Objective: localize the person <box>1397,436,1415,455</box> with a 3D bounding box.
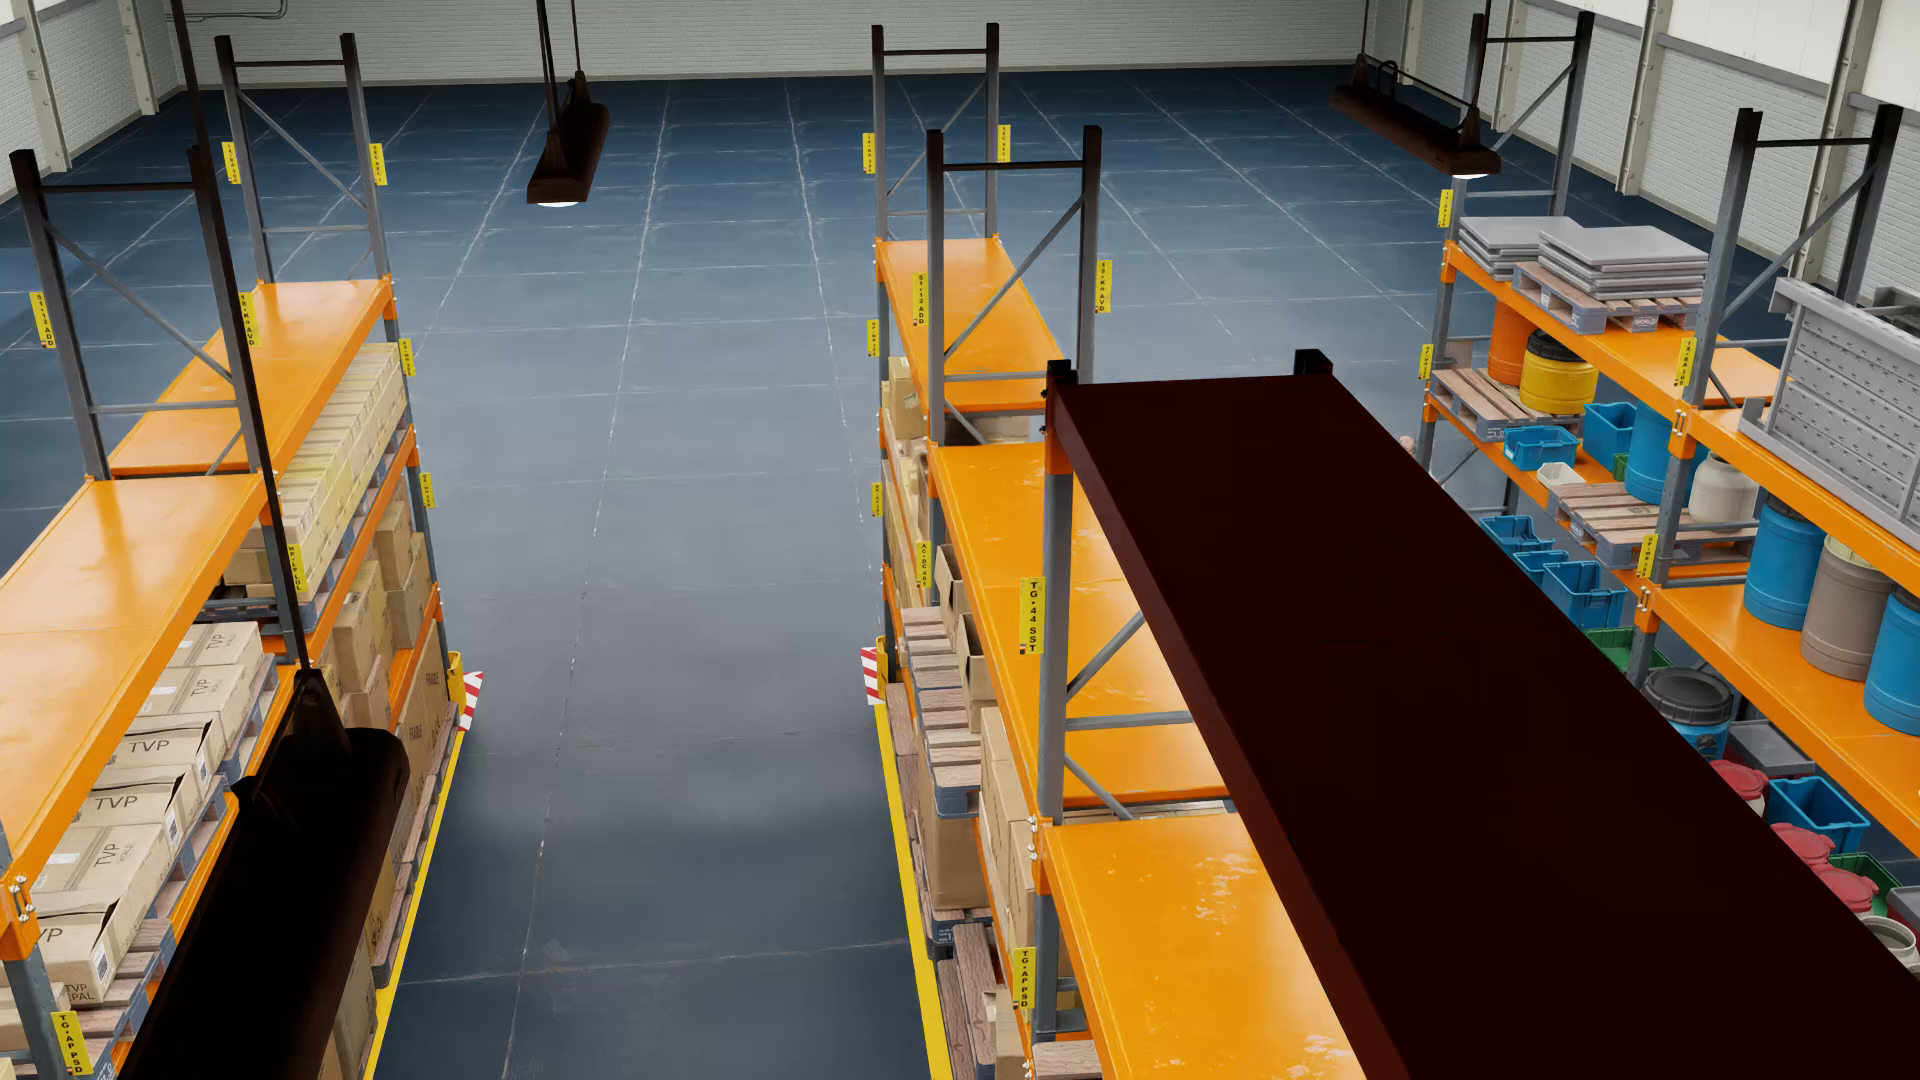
[{"bbox_3d":[4.447,-0.246,16.971,0.832,1.738,0.531,8,27,16],"label":"person"}]
